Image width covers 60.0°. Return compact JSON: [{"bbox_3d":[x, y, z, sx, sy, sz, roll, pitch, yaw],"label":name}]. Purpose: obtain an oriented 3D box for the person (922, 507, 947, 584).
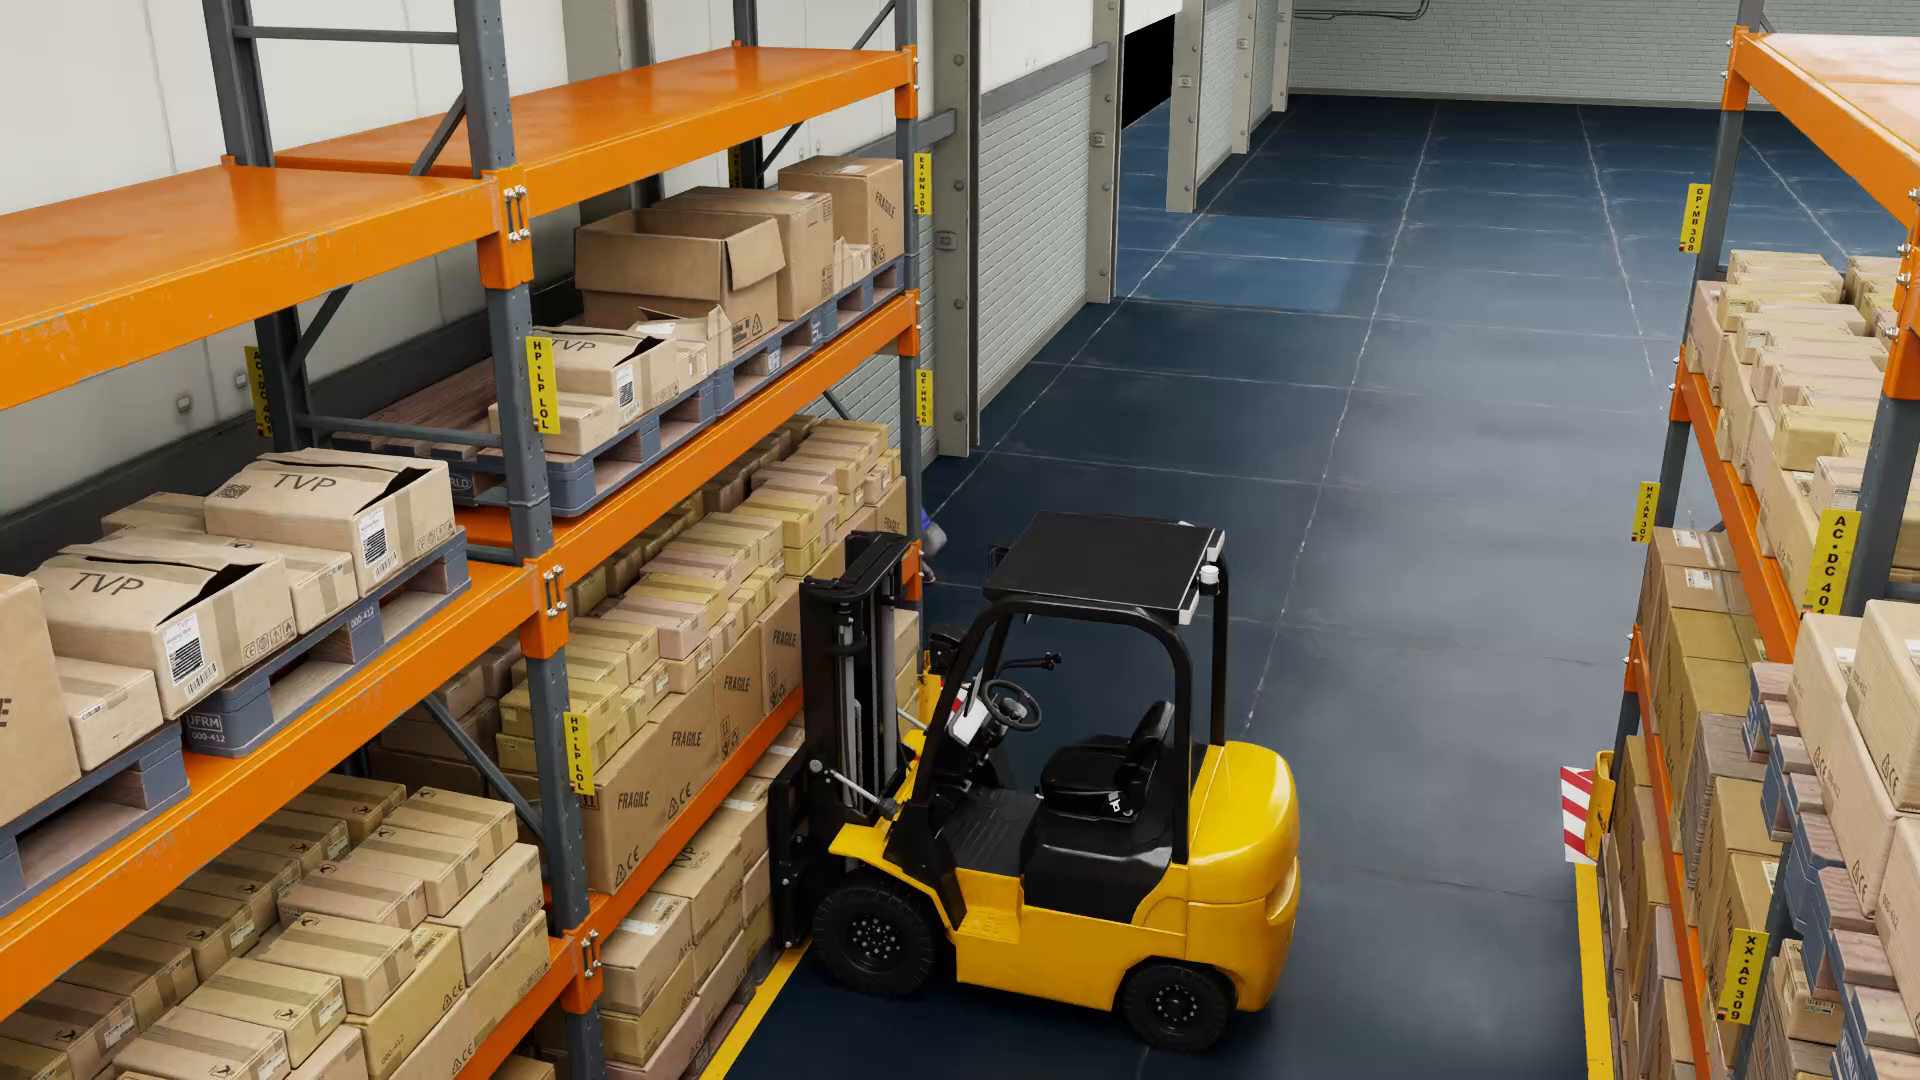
[{"bbox_3d":[-0.518,-0.086,12.297,0.827,0.933,0.479,6,23,15],"label":"person"}]
